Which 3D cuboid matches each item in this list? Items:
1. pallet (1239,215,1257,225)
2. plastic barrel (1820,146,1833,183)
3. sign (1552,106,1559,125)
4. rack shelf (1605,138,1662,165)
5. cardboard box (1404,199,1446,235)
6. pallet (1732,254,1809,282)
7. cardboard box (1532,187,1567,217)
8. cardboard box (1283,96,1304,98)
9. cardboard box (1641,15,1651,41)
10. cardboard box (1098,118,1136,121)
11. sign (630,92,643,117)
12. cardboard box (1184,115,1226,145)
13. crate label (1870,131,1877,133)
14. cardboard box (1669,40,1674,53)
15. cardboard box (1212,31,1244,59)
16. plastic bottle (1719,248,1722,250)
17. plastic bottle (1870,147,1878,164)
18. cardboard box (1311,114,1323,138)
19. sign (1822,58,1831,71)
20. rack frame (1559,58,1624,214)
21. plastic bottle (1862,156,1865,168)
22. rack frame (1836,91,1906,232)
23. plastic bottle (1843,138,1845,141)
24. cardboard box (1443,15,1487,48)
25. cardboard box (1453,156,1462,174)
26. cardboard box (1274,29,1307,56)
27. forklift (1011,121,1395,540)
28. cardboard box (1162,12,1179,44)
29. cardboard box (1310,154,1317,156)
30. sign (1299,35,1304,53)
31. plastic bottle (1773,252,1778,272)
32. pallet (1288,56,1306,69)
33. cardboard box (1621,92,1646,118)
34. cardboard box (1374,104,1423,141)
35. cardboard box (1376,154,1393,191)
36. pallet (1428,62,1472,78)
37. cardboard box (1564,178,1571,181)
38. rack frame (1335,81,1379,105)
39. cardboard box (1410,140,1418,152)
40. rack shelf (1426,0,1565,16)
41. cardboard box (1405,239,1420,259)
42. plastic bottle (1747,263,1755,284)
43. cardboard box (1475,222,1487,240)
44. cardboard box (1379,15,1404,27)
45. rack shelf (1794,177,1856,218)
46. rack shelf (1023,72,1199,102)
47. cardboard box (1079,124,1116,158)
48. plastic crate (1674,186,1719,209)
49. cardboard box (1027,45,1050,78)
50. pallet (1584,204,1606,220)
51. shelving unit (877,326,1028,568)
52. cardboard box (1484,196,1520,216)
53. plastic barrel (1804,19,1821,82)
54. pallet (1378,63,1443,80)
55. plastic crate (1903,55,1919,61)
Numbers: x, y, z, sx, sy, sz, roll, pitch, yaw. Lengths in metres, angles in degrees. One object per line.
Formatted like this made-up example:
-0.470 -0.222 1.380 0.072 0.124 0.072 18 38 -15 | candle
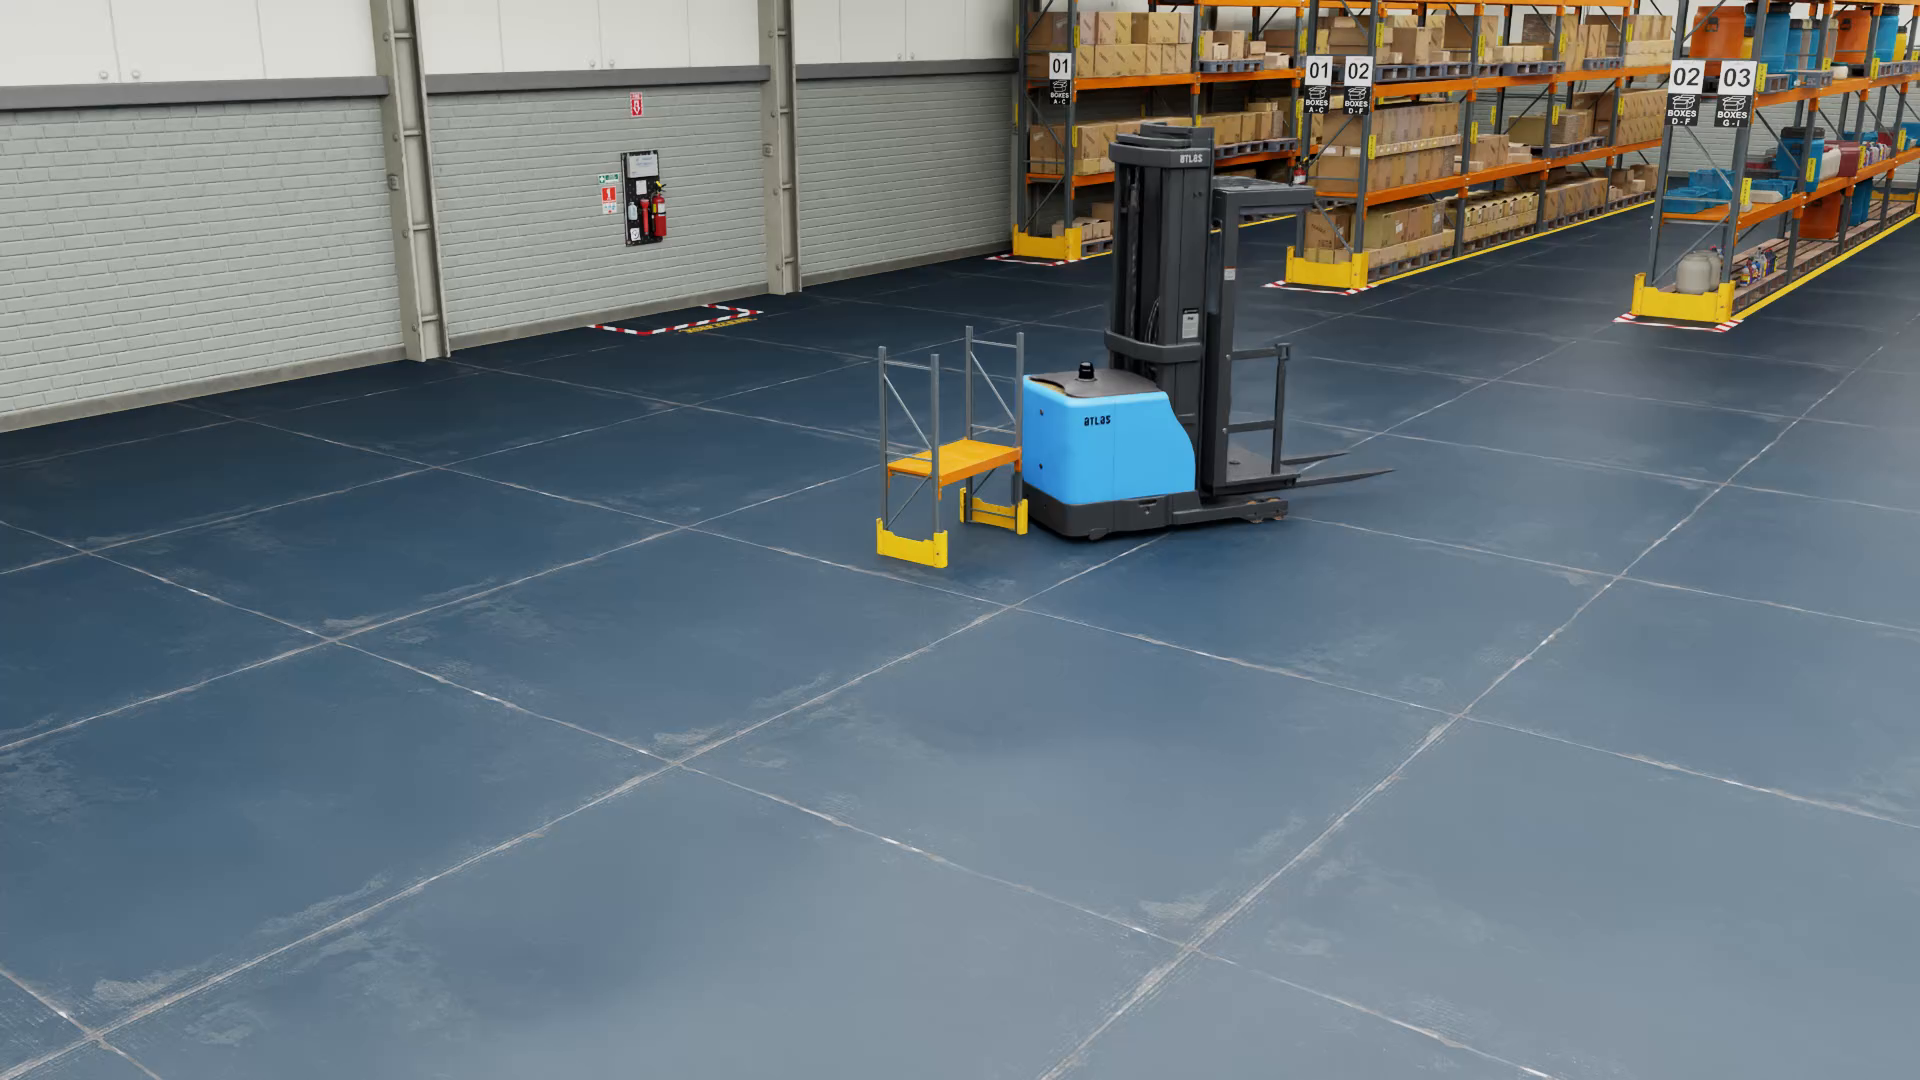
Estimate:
4.942 -6.148 31.686 1.003 0.211 1.213 12 21 35 | pallet
13.151 -5.784 25.581 0.433 0.535 0.433 0 17 0 | plastic barrel
10.565 -7.536 29.502 0.100 0.325 0.005 12 21 35 | sign
13.692 -8.166 34.695 1.077 0.370 4.000 12 21 35 | rack shelf
7.326 -5.107 26.296 0.500 0.500 0.500 12 21 35 | cardboard box
12.146 -4.114 25.135 1.003 0.211 1.213 12 21 35 | pallet
10.925 -6.281 30.883 0.500 0.500 0.500 12 21 33 | cardboard box
6.818 -8.911 33.912 0.500 0.250 0.500 12 21 33 | cardboard box
13.464 -10.328 33.531 0.700 0.500 0.500 12 21 35 | cardboard box
2.693 -6.983 28.627 0.500 0.500 0.500 13 22 36 | cardboard box
-4.071 -5.481 20.927 0.001 0.298 0.199 12 21 35 | sign
4.423 -7.507 30.450 0.700 0.500 0.500 15 23 40 | cardboard box
18.448 -8.058 33.315 0.416 0.233 0.303 12 21 35 | crate label
14.782 -10.418 35.087 0.500 0.250 0.500 12 21 35 | cardboard box
4.878 -9.093 30.532 0.500 0.500 0.500 12 21 33 | cardboard box
11.168 -4.160 24.442 0.097 0.271 0.097 0 17 0 | plastic bottle
15.903 -6.708 28.995 0.152 0.276 0.135 12 21 35 | plastic bottle
6.951 -8.348 33.364 0.500 0.500 0.500 13 22 36 | cardboard box
12.145 -6.589 23.330 0.100 0.325 0.005 12 21 35 | sign
12.500 -8.033 33.055 1.000 3.000 0.127 12 21 35 | rack frame
15.194 -6.409 28.040 0.097 0.271 0.097 0 17 0 | plastic bottle
16.476 -7.157 30.233 1.000 3.000 0.127 12 21 35 | rack frame
15.982 -7.097 30.124 0.144 0.351 0.185 12 21 35 | plastic bottle
8.133 -8.187 26.773 0.500 0.500 0.500 13 21 35 | cardboard box
7.992 -6.181 27.344 0.500 0.250 0.500 14 22 38 | cardboard box
6.653 -9.907 33.119 0.700 0.500 0.500 11 20 32 | cardboard box
1.963 -1.664 12.660 3.031 2.935 1.130 -7 19 -22 | forklift
3.353 -8.669 28.157 0.500 0.500 0.500 14 22 38 | cardboard box
7.710 -7.692 34.871 0.750 0.750 0.750 13 22 36 | cardboard box
6.571 -9.538 31.971 0.100 0.325 0.005 12 21 35 | sign
11.688 -3.992 23.878 0.061 0.283 0.133 14 22 37 | plastic bottle
6.478 -9.460 32.910 1.213 0.211 1.003 14 22 37 | pallet
13.621 -8.866 33.883 0.500 0.500 0.500 12 21 33 | cardboard box
6.577 -6.330 25.213 0.700 0.500 0.500 12 21 35 | cardboard box
5.948 -5.458 24.592 0.700 0.500 0.500 13 22 36 | cardboard box
7.246 -7.310 25.818 1.003 0.211 1.213 12 21 35 | pallet
11.708 -6.848 32.712 0.500 0.500 0.500 13 21 35 | cardboard box
8.520 -8.908 35.871 1.000 3.000 0.127 12 21 35 | rack frame
6.674 -5.954 25.097 0.380 0.149 0.250 13 21 35 | cardboard box
8.925 -8.935 27.729 1.077 0.370 4.000 12 21 35 | rack shelf
6.744 -4.508 25.631 0.500 0.250 0.500 12 21 35 | cardboard box
10.861 -3.665 22.845 0.097 0.271 0.097 0 17 0 | plastic bottle
8.479 -5.189 27.824 0.500 0.250 0.500 13 22 36 | cardboard box
9.170 -10.995 35.647 0.500 0.500 0.500 12 21 34 | cardboard box
12.901 -5.384 25.738 1.077 0.370 4.000 12 21 35 | rack shelf
2.562 -7.615 27.863 1.077 0.370 4.000 12 21 35 | rack shelf
2.198 -6.522 27.143 0.500 0.500 0.500 12 21 35 | cardboard box
9.776 -4.554 22.100 0.499 0.251 0.408 12 21 35 | plastic crate
1.415 -7.684 26.668 0.500 0.500 0.500 14 22 39 | cardboard box
12.046 -6.501 32.823 1.003 0.211 1.213 12 21 35 | pallet
-0.045 -0.698 11.963 0.587 1.500 1.083 12 21 35 | shelving unit
9.395 -5.823 28.919 0.500 0.311 0.500 12 21 34 | cardboard box
12.618 -7.395 25.095 0.600 0.901 0.708 12 21 35 | plastic barrel
6.519 -7.021 24.886 1.003 0.211 1.213 12 21 35 | pallet
17.437 -8.775 30.604 0.497 0.269 0.590 12 21 35 | plastic crate
